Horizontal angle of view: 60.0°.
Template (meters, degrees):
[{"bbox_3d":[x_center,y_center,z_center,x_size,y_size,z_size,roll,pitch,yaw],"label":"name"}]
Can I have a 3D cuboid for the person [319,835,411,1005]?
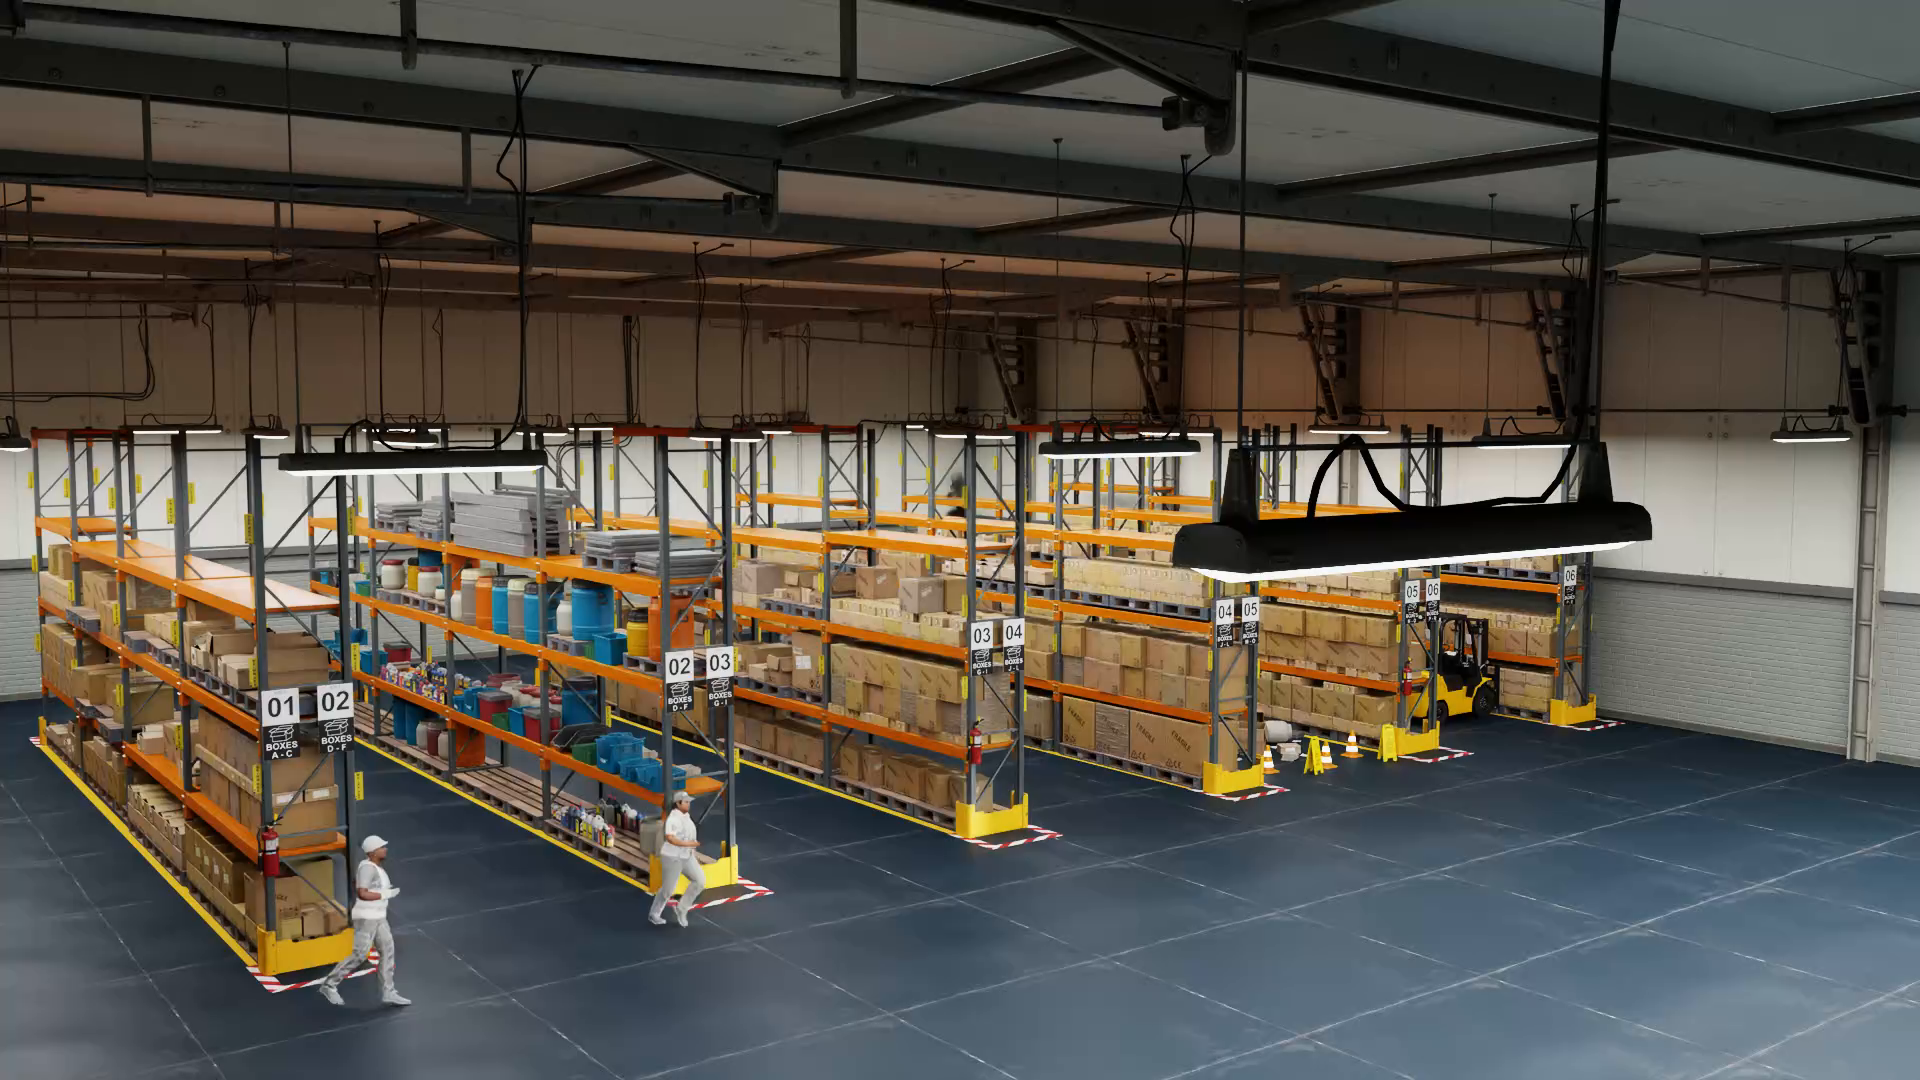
[{"bbox_3d":[-6.320,4.051,17.788,0.935,1.765,0.691,0,4,-4],"label":"person"}]

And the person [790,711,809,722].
[{"bbox_3d":[-3.158,2.939,32.843,0.588,1.696,0.675,-3,5,-35],"label":"person"}]

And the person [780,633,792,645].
[{"bbox_3d":[-4.417,2.105,42.659,0.759,1.752,0.691,-3,5,-30],"label":"person"}]

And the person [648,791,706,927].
[{"bbox_3d":[-3.465,3.919,20.482,0.679,1.661,0.676,2,5,19],"label":"person"}]
